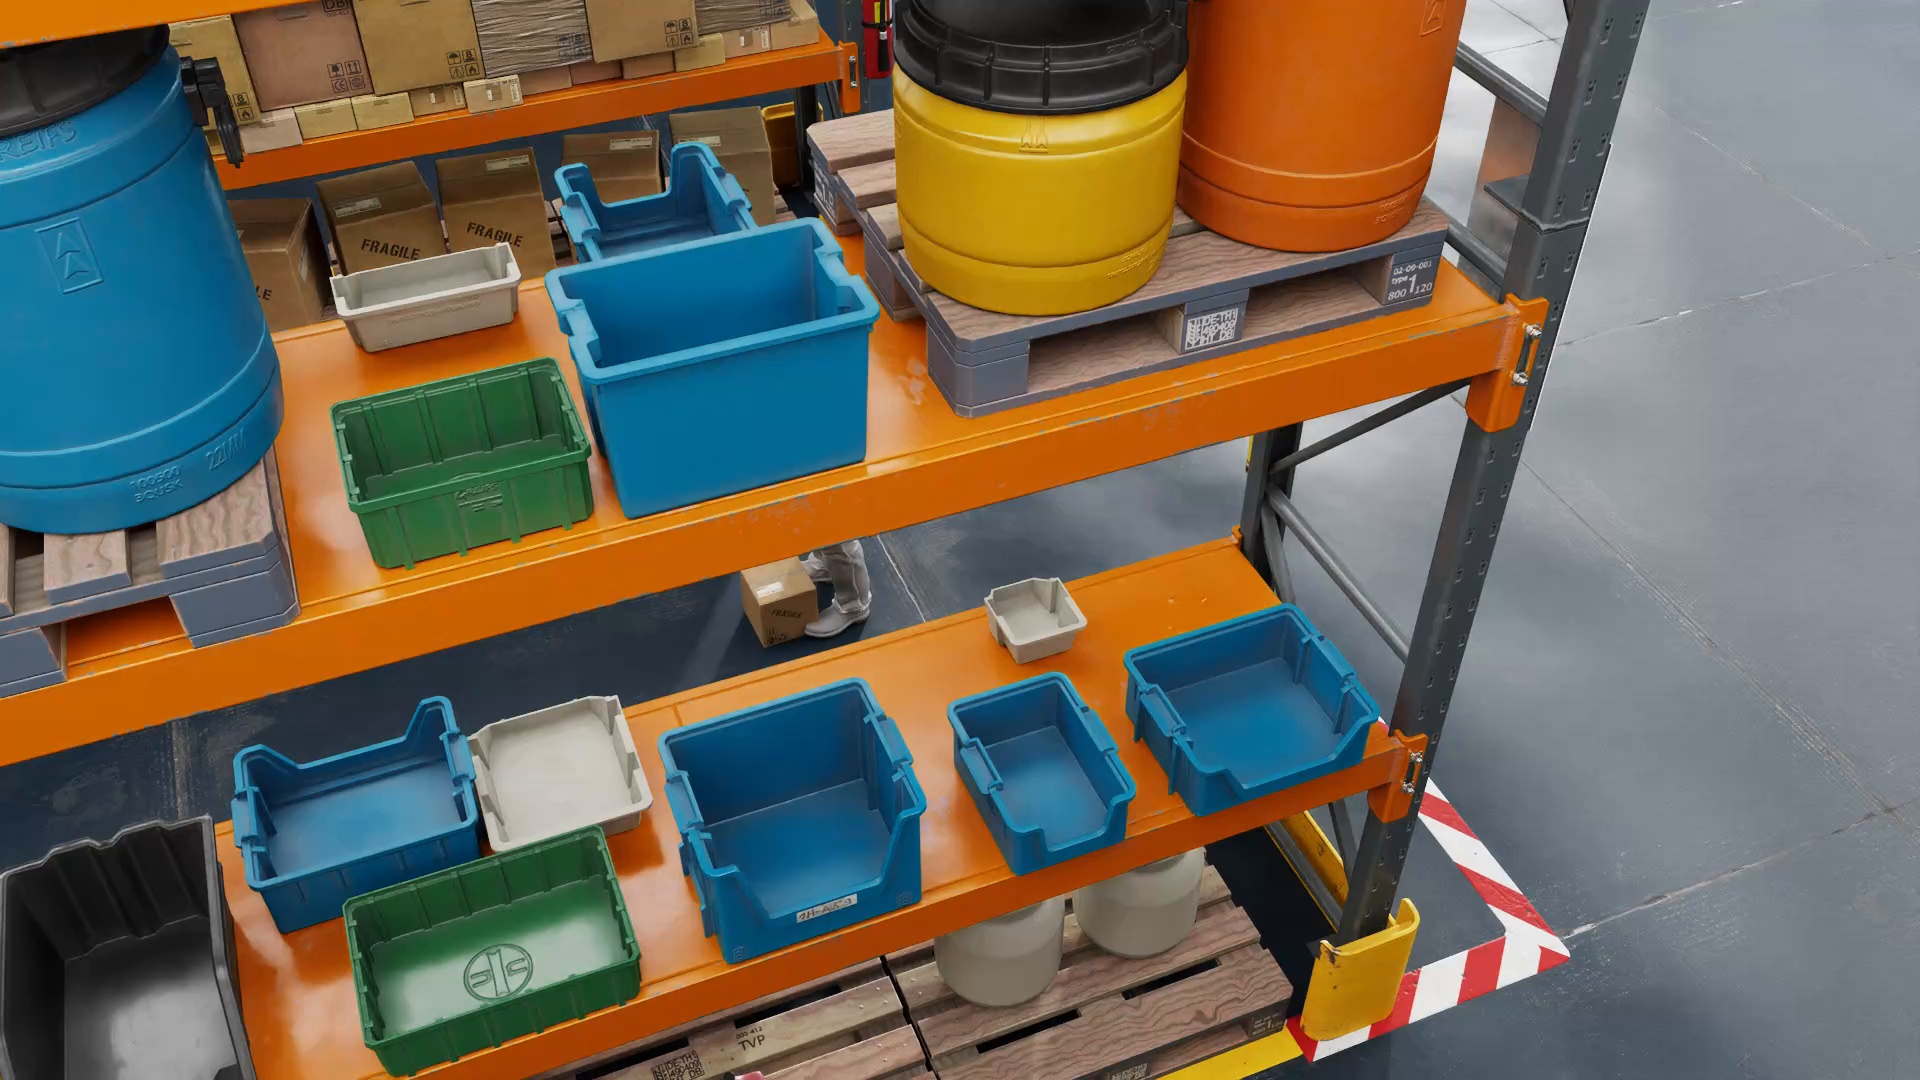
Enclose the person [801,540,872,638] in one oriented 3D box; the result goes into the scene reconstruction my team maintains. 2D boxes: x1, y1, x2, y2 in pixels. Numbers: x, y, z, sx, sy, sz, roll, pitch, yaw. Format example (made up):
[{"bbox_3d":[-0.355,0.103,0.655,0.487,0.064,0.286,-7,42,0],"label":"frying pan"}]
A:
[{"bbox_3d":[-0.560,-0.378,6.572,0.463,1.760,0.631,-16,44,-17],"label":"person"}]
